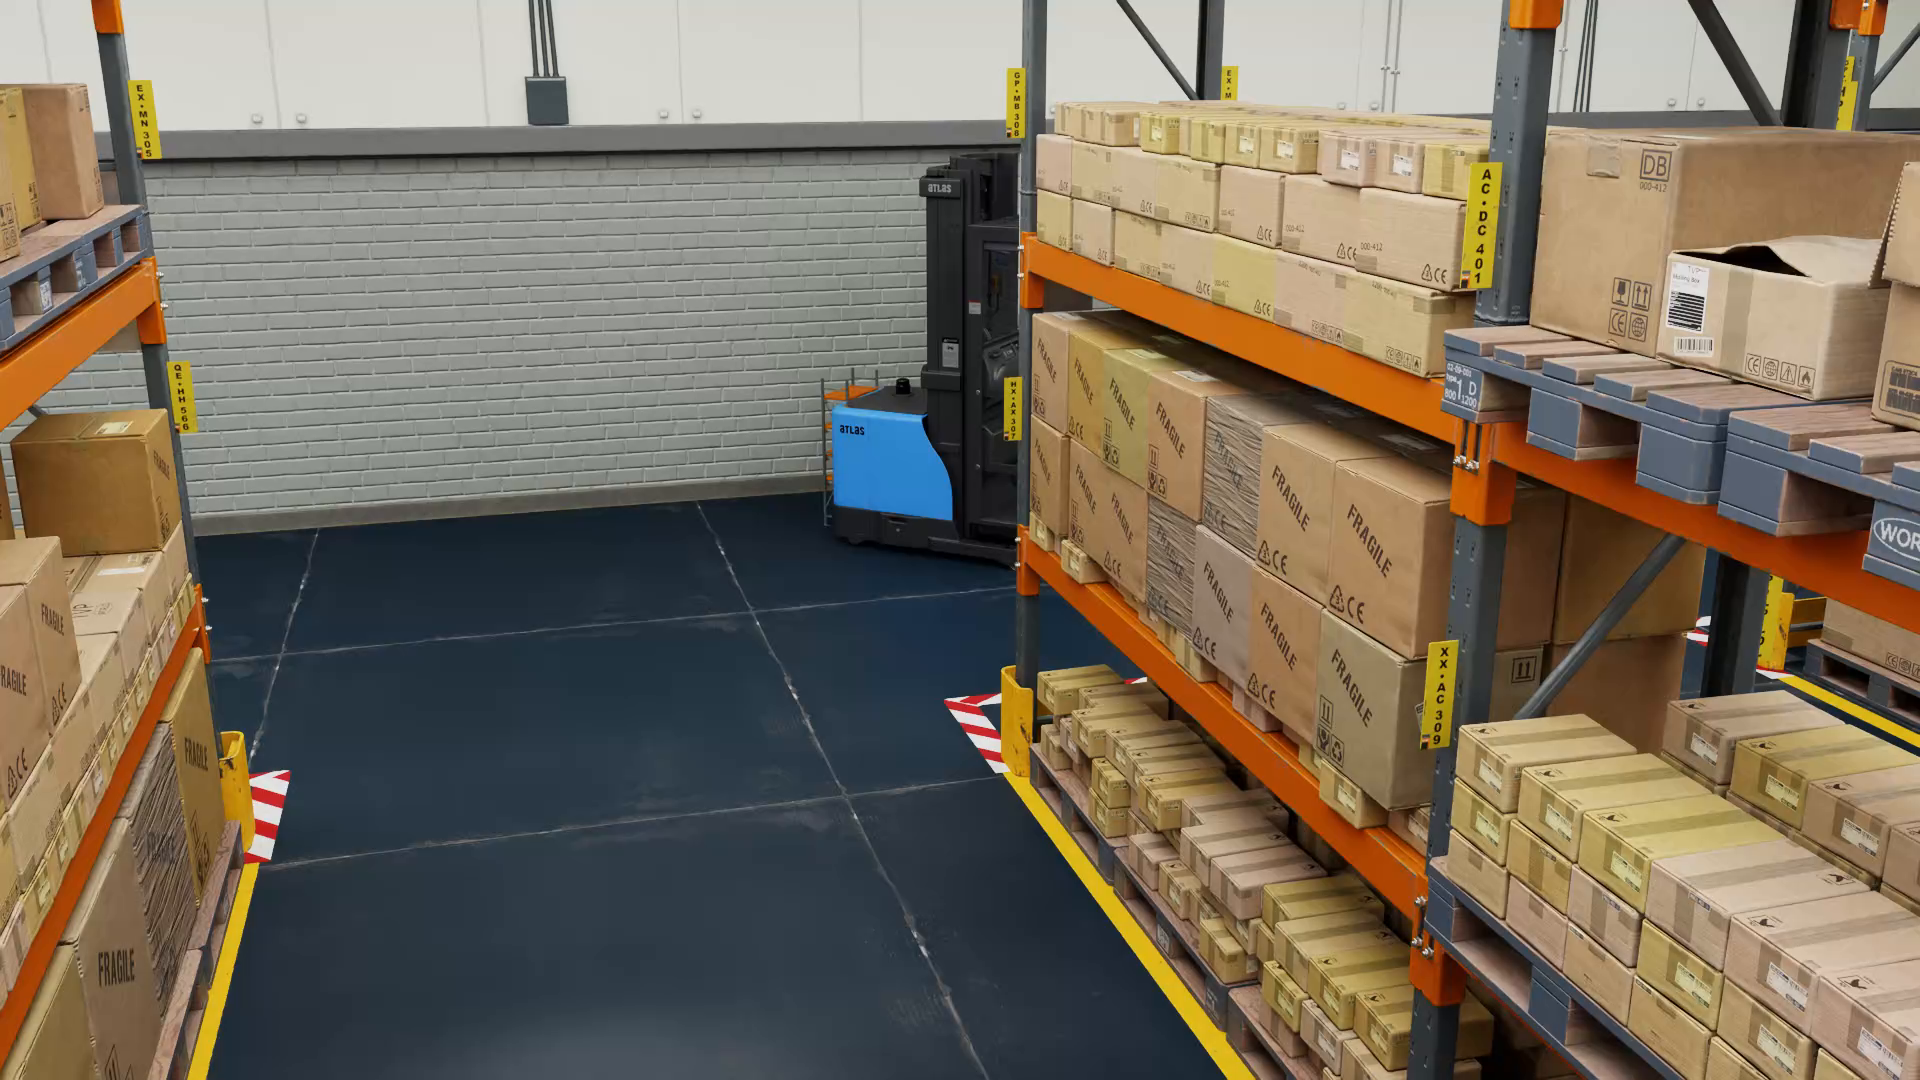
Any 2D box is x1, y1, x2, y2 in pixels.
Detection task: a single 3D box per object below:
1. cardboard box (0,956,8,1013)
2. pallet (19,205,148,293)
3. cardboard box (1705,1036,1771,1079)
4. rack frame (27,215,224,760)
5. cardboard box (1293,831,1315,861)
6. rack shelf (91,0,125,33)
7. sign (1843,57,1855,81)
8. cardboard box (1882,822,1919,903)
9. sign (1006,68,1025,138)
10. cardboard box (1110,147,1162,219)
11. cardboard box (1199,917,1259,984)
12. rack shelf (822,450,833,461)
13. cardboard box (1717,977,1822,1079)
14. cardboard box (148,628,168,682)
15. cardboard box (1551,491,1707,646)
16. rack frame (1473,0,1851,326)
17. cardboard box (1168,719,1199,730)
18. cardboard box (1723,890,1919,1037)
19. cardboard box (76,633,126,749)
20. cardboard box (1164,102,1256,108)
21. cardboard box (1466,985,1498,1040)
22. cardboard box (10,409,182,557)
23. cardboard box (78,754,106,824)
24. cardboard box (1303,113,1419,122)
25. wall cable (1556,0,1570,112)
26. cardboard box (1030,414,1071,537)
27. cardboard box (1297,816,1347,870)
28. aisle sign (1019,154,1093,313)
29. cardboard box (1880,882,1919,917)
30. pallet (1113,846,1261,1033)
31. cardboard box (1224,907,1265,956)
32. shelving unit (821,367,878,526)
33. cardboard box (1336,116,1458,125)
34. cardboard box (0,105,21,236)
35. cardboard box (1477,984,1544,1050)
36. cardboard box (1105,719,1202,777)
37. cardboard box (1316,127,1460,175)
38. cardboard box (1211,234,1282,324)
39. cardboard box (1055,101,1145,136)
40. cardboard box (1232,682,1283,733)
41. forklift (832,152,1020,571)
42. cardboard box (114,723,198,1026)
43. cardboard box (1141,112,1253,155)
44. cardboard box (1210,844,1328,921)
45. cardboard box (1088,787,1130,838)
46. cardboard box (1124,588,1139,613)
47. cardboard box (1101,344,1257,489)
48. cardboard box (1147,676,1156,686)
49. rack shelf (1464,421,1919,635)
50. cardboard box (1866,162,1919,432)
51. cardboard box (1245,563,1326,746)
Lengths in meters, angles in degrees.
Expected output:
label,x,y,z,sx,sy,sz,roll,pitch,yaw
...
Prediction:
label,x,y,z,sx,sy,sz,roll,pitch,yaw
cardboard box,-2.665,1.190,4.214,0.380,0.149,0.250,-5,17,-15
pallet,-3.789,-1.119,6.402,1.003,0.211,1.213,-5,17,-15
cardboard box,1.845,1.163,3.572,0.380,0.149,0.250,-5,18,-18
rack frame,-4.002,0.071,7.502,1.000,3.000,0.127,-5,17,-15
cardboard box,1.668,1.284,7.171,0.380,0.149,0.250,-5,17,-15
rack shelf,-3.453,-1.713,4.958,1.077,0.370,4.000,-5,17,-15
sign,4.991,-2.563,9.401,0.100,0.325,0.005,-5,17,-15
cardboard box,2.408,0.762,3.875,0.380,0.149,0.250,-5,17,-15
sign,0.273,-2.105,8.014,0.100,0.325,0.005,-5,17,-15
cardboard box,0.937,-1.470,6.811,0.500,0.250,0.500,-4,17,-15
cardboard box,1.174,1.610,6.605,0.380,0.149,0.250,-5,17,-15
rack shelf,-0.872,-0.675,13.348,0.258,0.148,0.480,8,18,24
cardboard box,1.852,1.025,3.517,0.380,0.149,0.250,-4,17,-13
cardboard box,-3.379,0.475,6.595,0.380,0.149,0.250,-4,17,-14
cardboard box,2.004,0.000,5.309,0.500,0.500,0.500,-4,17,-14
rack frame,1.894,-2.060,4.167,1.000,3.000,0.127,-5,17,-15
cardboard box,1.234,0.929,8.355,0.380,0.149,0.250,-5,17,-17
cardboard box,1.847,0.881,3.479,0.380,0.149,0.250,-5,17,-16
cardboard box,-3.188,0.538,5.690,0.500,0.250,0.500,-5,17,-15
cardboard box,1.162,-1.945,7.699,0.380,0.149,0.250,-4,17,-14
cardboard box,1.946,1.647,5.965,0.380,0.149,0.250,-5,17,-15
cardboard box,-3.616,-0.245,6.993,0.500,0.500,0.500,-4,17,-15
cardboard box,-3.021,0.831,5.408,0.380,0.149,0.250,-4,17,-15
cardboard box,1.570,-1.592,6.523,0.380,0.149,0.250,-5,17,-17
wall cable,4.416,-5.195,14.606,2.355,3.000,0.029,-5,17,-15
cardboard box,0.652,-0.337,8.171,0.500,0.500,0.500,-4,17,-13
cardboard box,1.623,1.218,6.875,0.380,0.149,0.250,-5,18,-18
aisle sign,0.486,-1.535,8.328,0.394,0.787,0.004,-5,17,-15
cardboard box,2.411,0.901,3.927,0.380,0.149,0.250,-5,18,-17
pallet,1.336,1.628,7.166,1.003,0.211,1.213,-5,17,-15
cardboard box,1.261,1.480,6.518,0.380,0.149,0.250,-4,17,-14
shelving unit,-0.872,-0.740,13.328,0.258,1.200,0.503,8,18,24
cardboard box,1.647,-1.520,6.283,0.380,0.149,0.250,-5,17,-17
cardboard box,-3.581,-1.218,5.503,0.700,0.500,0.500,-6,18,-19
cardboard box,1.998,1.581,5.666,0.380,0.149,0.250,-4,17,-13
cardboard box,0.897,0.967,7.712,0.380,0.149,0.250,-6,18,-18
cardboard box,1.396,-1.265,5.435,0.380,0.149,0.250,-4,17,-13
cardboard box,1.233,-0.945,5.932,0.500,0.250,0.500,-5,17,-16
cardboard box,0.664,-1.981,7.816,0.380,0.149,0.250,-5,17,-16
cardboard box,1.248,0.586,6.225,0.380,0.149,0.250,-5,18,-18
forklift,0.569,-1.326,12.272,3.031,2.935,1.130,8,18,24
cardboard box,-3.500,1.310,6.341,0.875,0.875,0.875,-5,17,-15
cardboard box,0.941,-1.617,6.606,0.380,0.149,0.250,-4,17,-14
cardboard box,1.202,1.333,6.491,0.380,0.149,0.250,-6,18,-18
cardboard box,0.821,1.255,7.786,0.380,0.149,0.250,-4,17,-15
cardboard box,0.954,0.226,7.421,0.380,0.149,0.250,-5,17,-16
cardboard box,0.929,-0.532,7.082,0.500,0.500,0.500,-5,17,-16
cardboard box,1.183,0.713,8.557,0.380,0.149,0.250,-4,17,-15
rack shelf,2.443,0.274,2.861,1.077,0.370,4.000,-5,17,-15
cardboard box,2.192,-0.436,3.067,0.797,0.503,0.637,-5,17,-16
cardboard box,1.347,0.368,5.823,0.500,0.500,0.500,-5,17,-17
